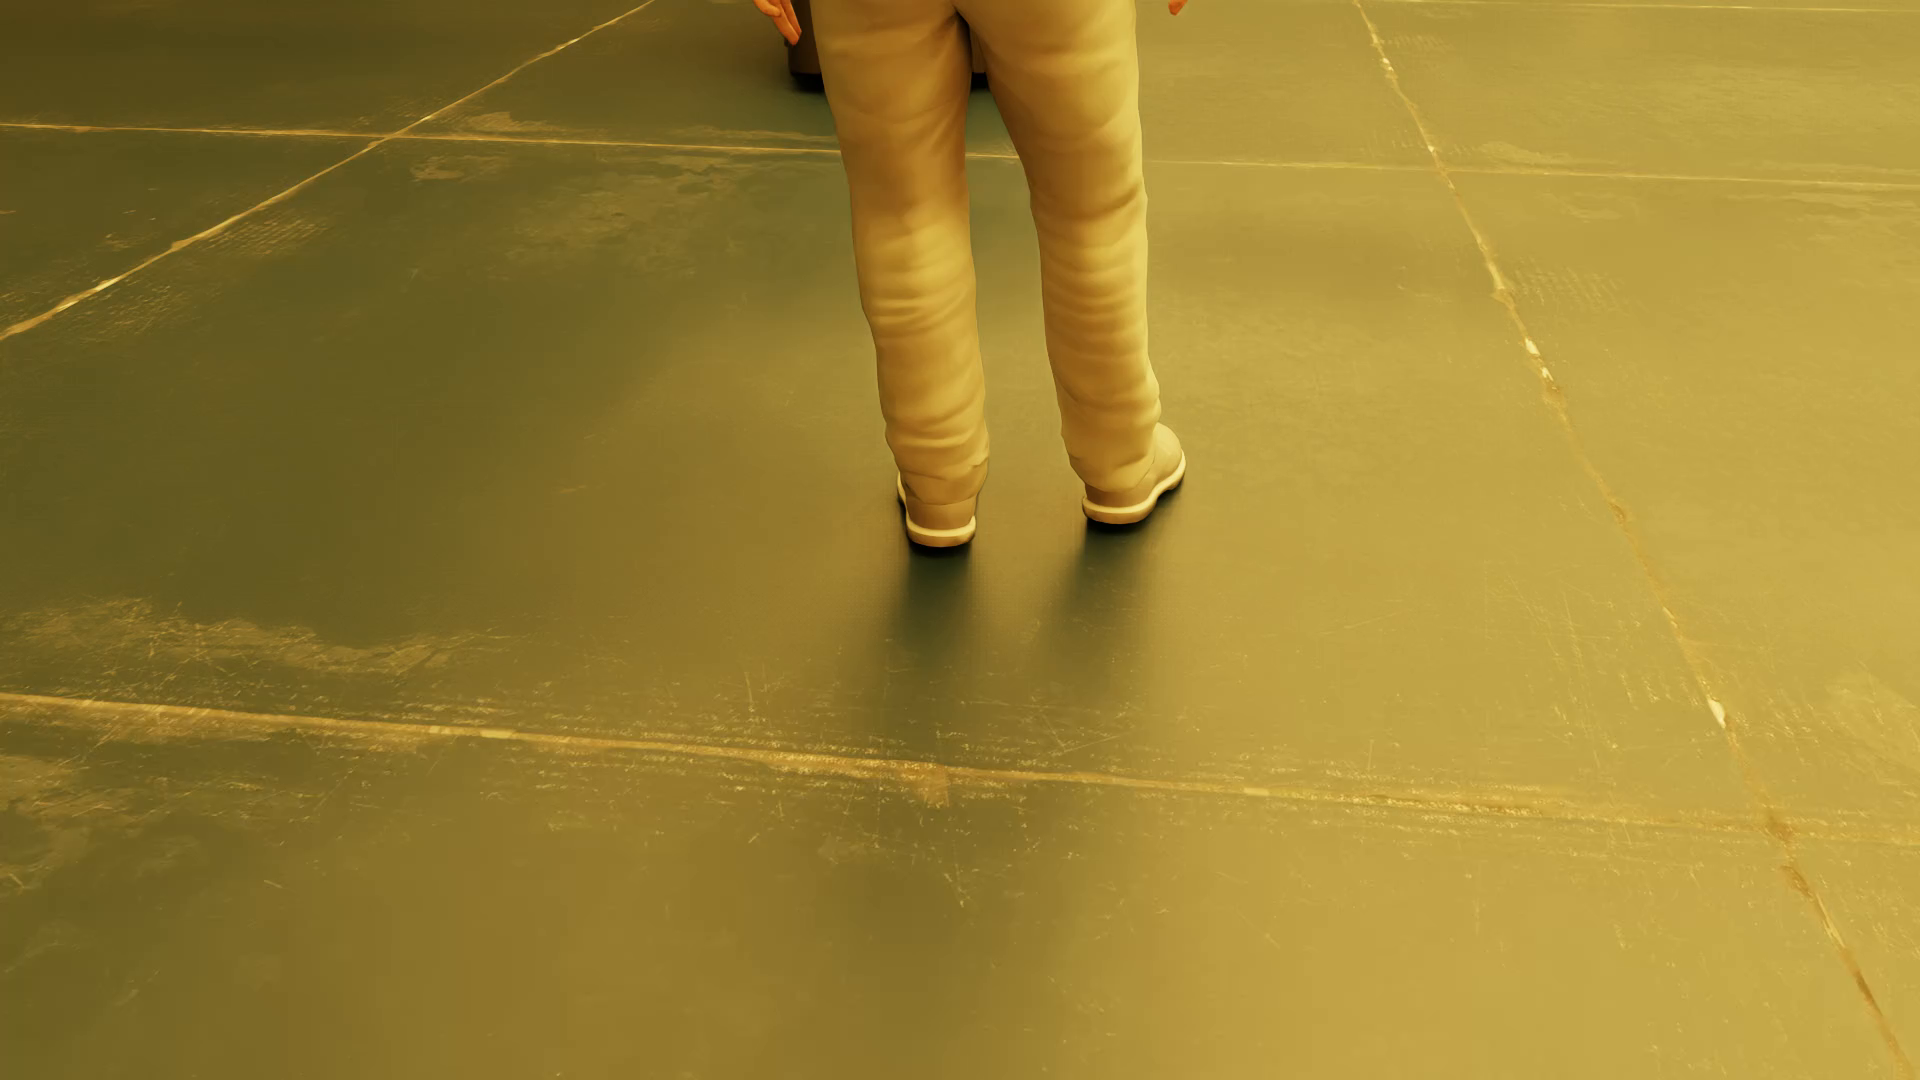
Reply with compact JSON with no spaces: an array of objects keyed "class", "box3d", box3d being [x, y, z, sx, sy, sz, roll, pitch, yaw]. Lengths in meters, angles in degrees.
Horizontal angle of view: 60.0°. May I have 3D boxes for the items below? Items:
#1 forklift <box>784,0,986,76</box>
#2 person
[{"class":"forklift","box3d":[-0.079,-3.421,6.074,1.130,2.935,3.031,-1,27,-2]},{"class":"person","box3d":[0.022,-0.837,2.166,0.639,1.781,0.575,3,27,7]}]
